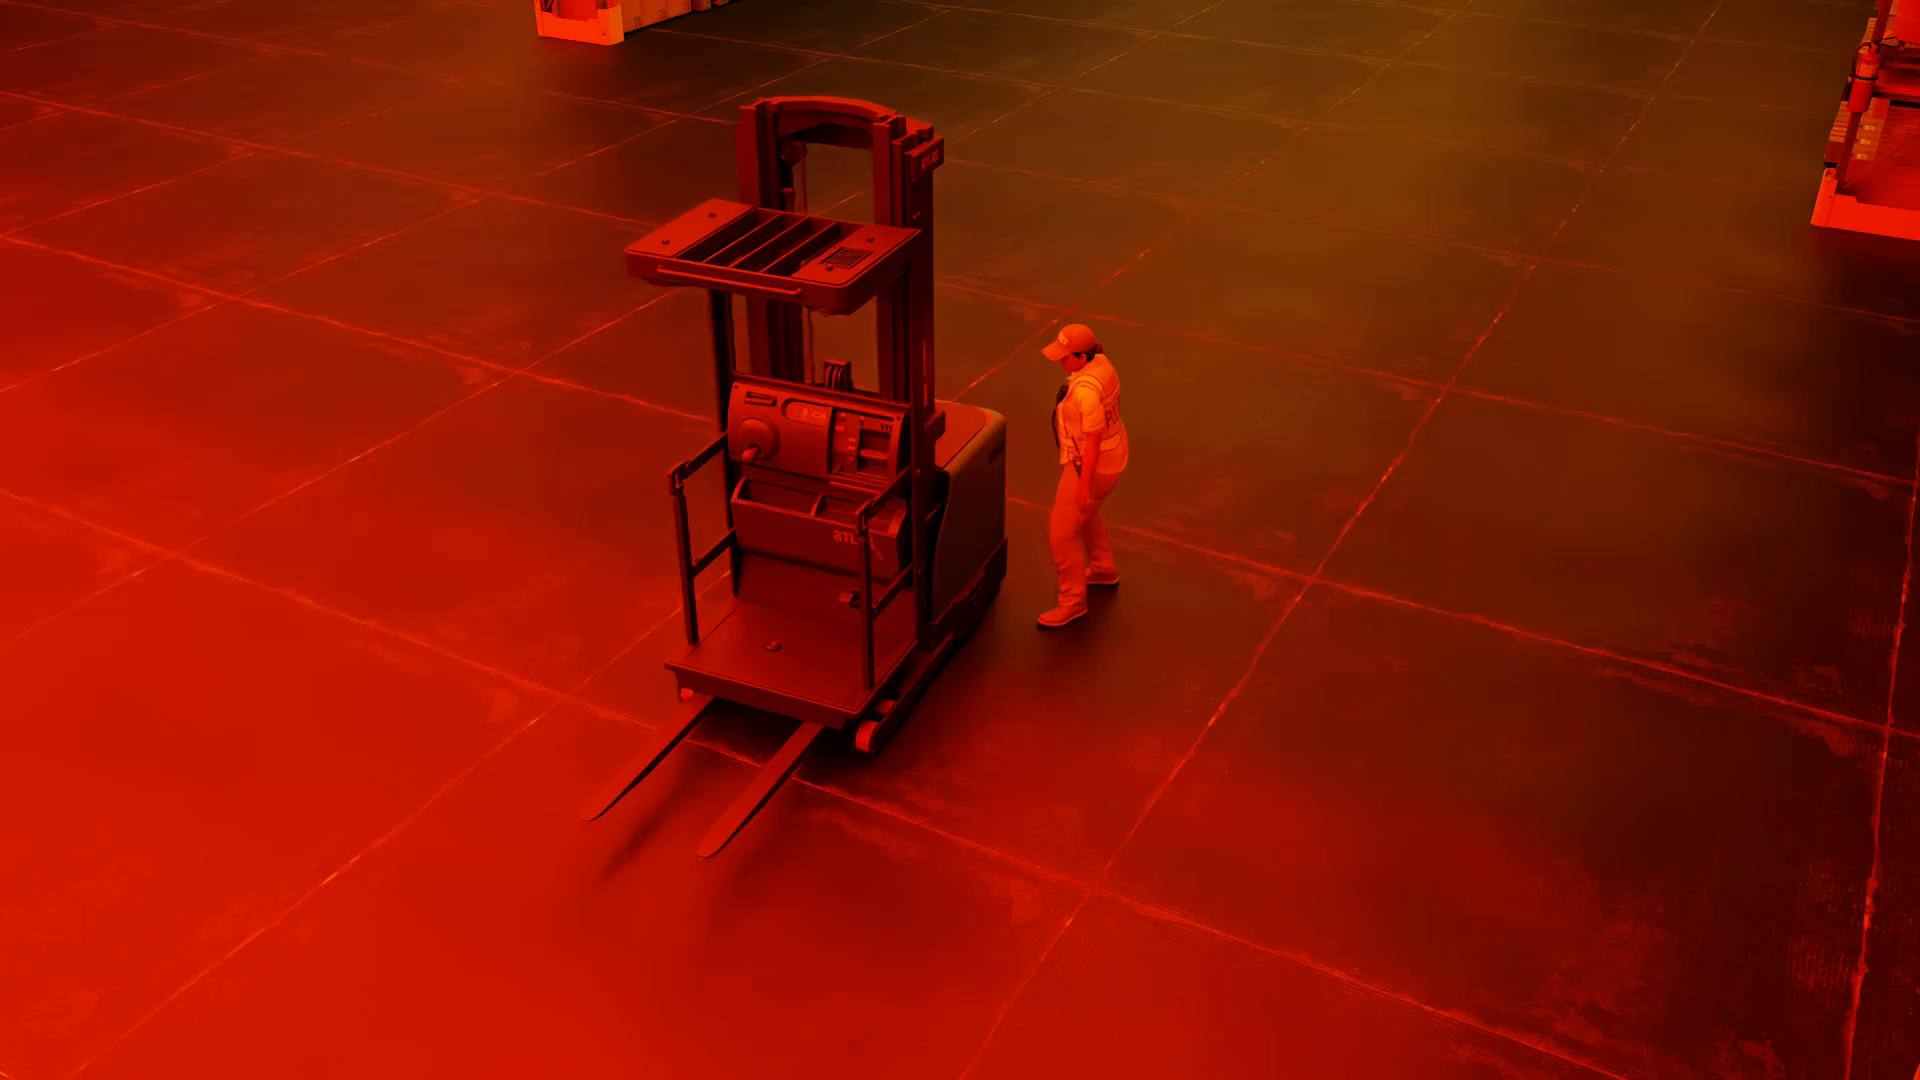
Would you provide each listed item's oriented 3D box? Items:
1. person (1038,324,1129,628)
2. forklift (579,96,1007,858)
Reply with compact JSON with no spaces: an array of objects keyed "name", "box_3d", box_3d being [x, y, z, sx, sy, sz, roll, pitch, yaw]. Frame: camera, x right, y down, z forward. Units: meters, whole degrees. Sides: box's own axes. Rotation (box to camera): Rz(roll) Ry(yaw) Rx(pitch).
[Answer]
[{"name":"person","box_3d":[0.670,-0.400,9.075,0.470,1.638,0.811,7,31,11]},{"name":"forklift","box_3d":[-0.788,-0.463,7.874,1.130,2.935,3.031,12,32,20]}]
